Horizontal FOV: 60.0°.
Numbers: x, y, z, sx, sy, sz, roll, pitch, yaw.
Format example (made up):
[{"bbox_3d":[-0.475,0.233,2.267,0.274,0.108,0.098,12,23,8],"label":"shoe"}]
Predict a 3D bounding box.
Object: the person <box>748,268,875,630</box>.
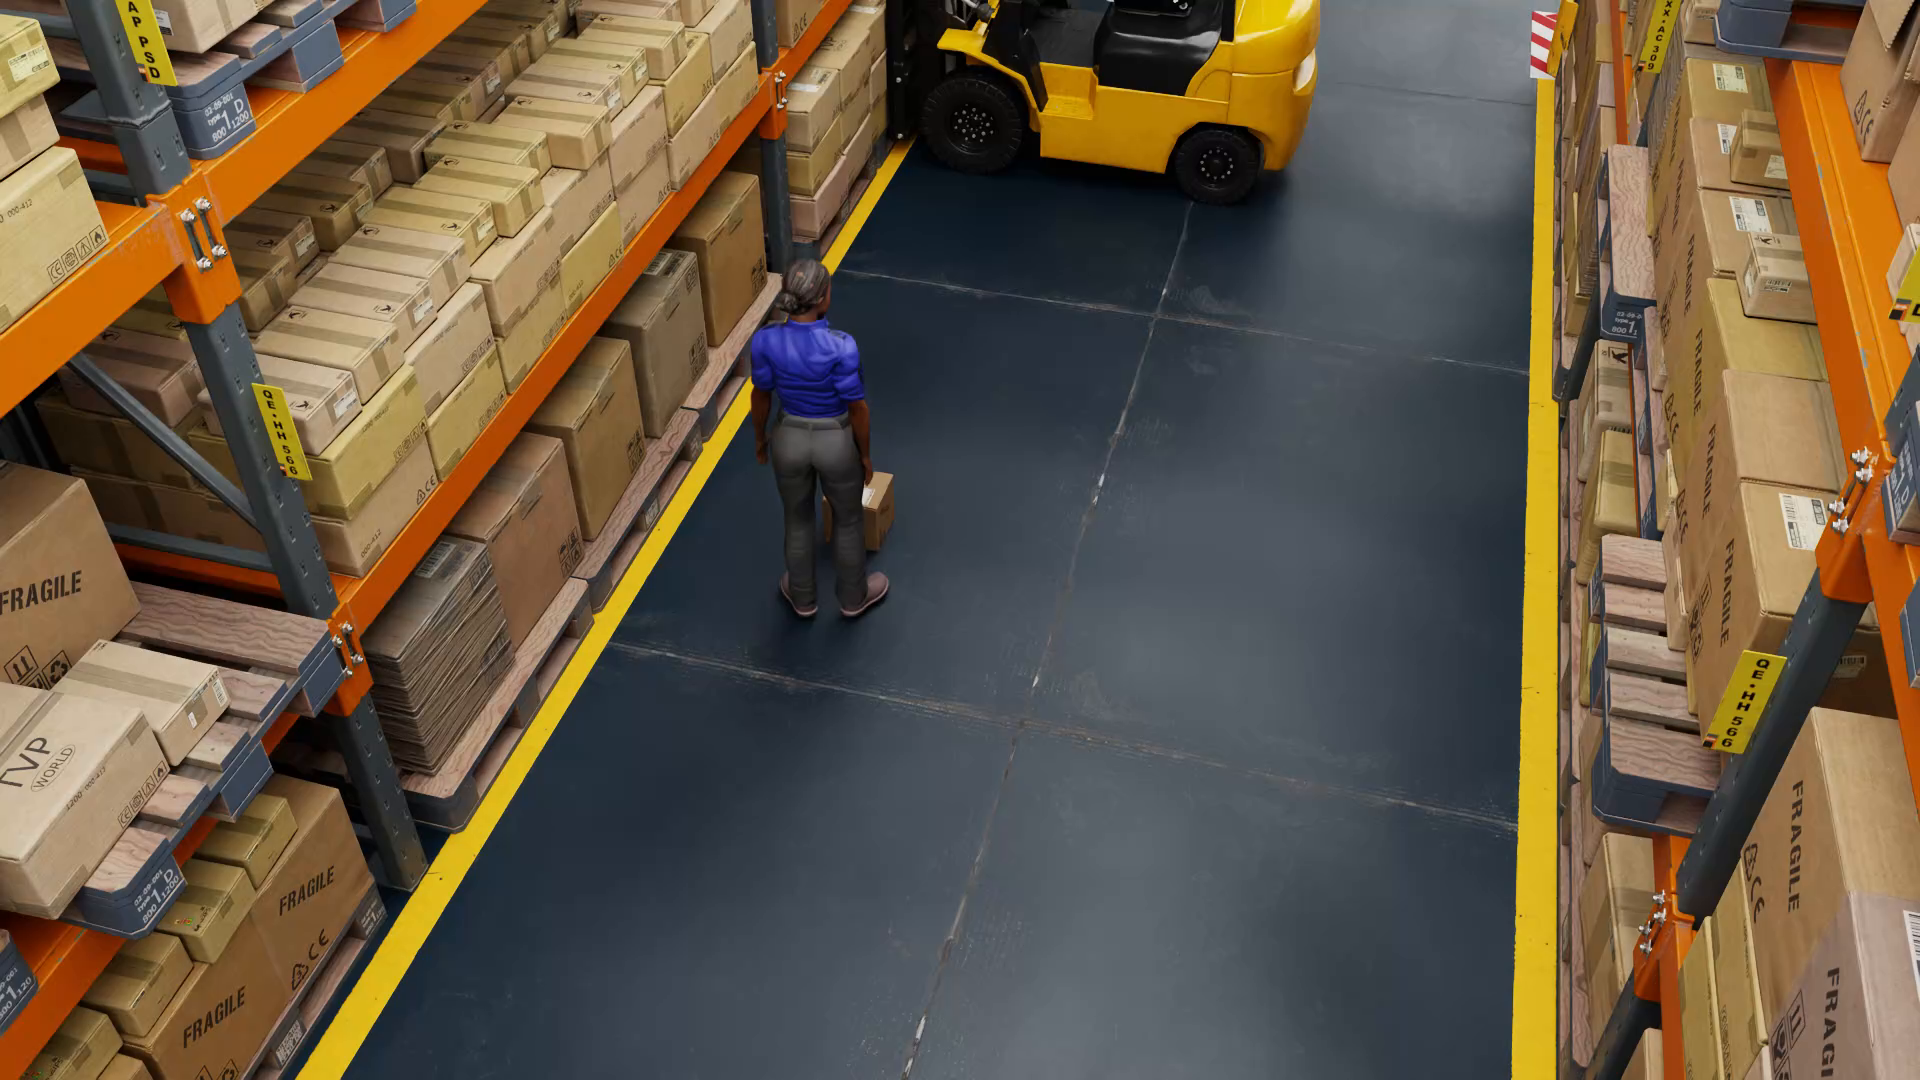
[{"bbox_3d":[-0.582,-0.346,6.565,0.439,1.653,0.301,10,42,11],"label":"person"}]
